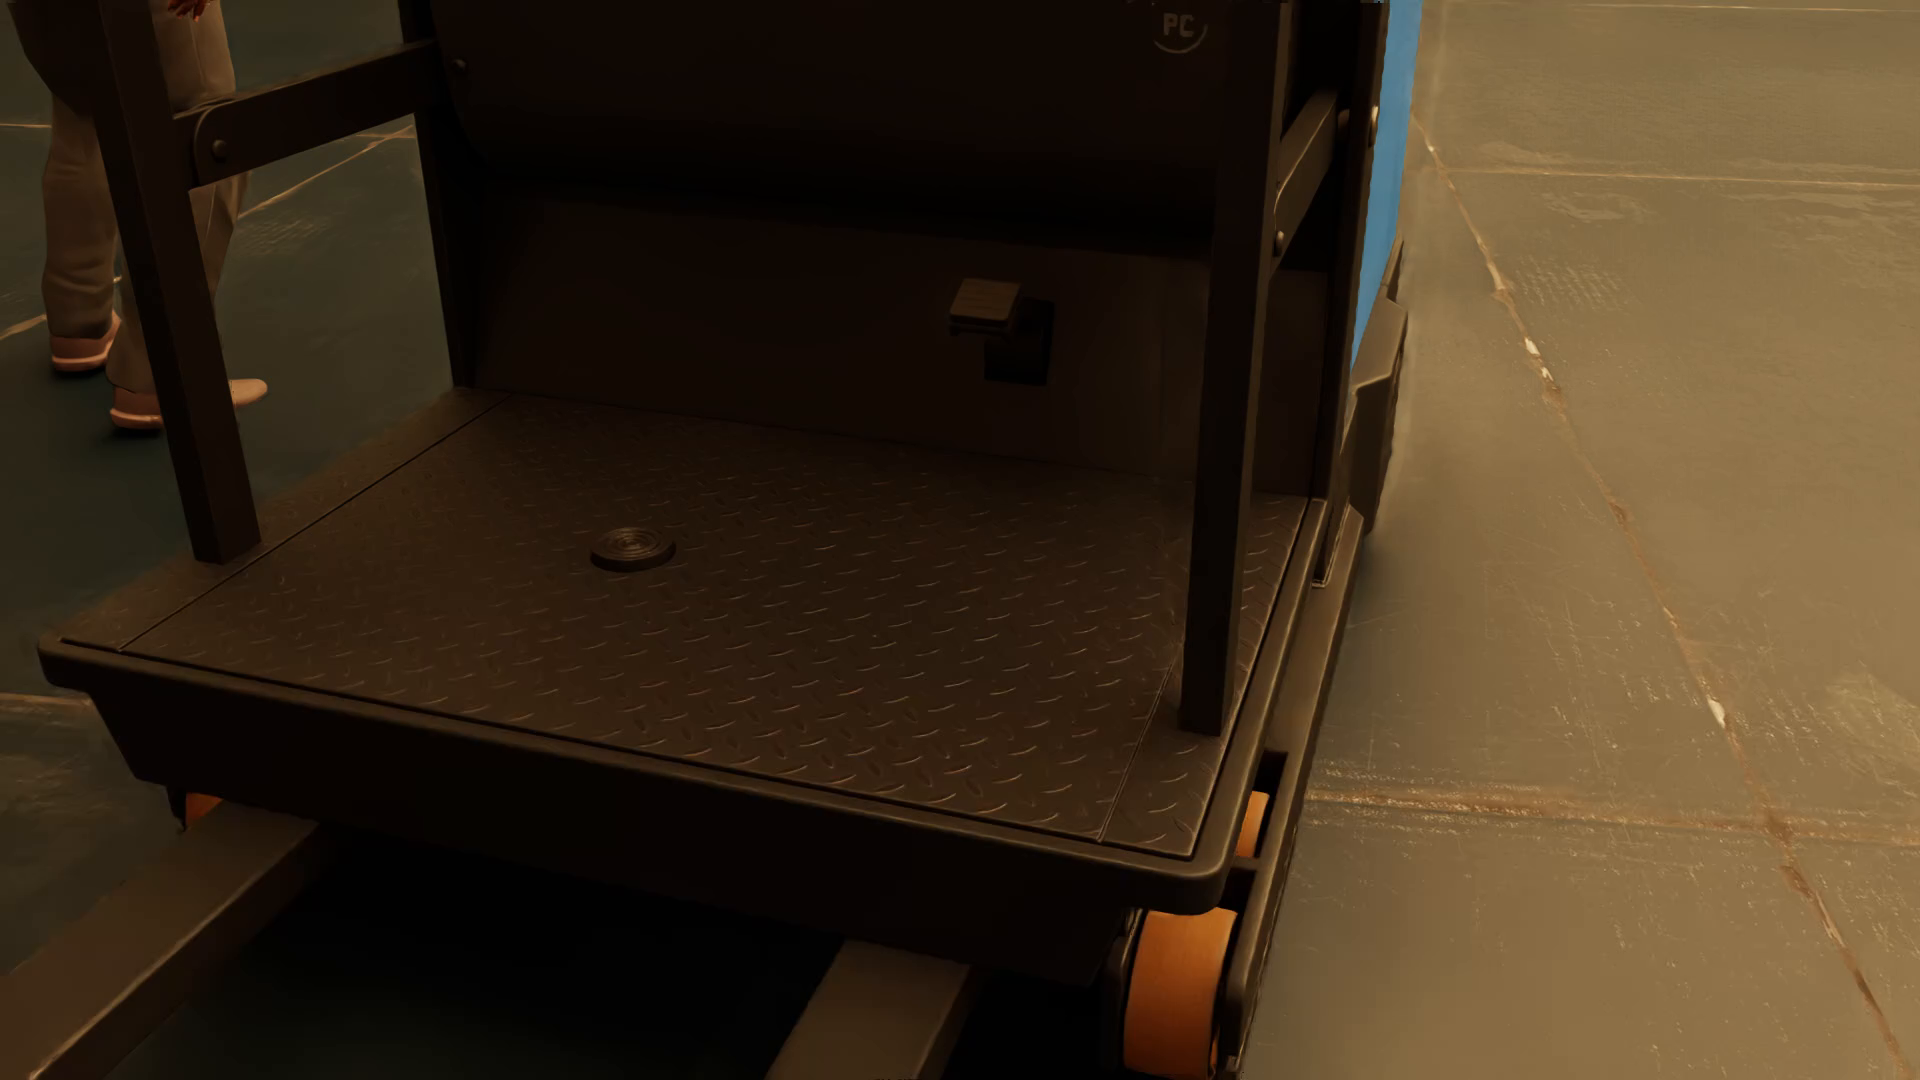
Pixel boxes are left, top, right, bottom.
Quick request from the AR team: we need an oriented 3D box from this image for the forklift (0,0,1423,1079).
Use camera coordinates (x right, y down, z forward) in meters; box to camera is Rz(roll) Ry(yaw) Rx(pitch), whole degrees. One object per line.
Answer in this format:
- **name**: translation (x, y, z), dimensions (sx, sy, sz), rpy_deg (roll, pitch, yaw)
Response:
- **forklift**: translation (-0.183, -1.021, 1.264), dimensions (1.130, 2.935, 3.031), rpy_deg (8, 28, 16)

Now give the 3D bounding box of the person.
- **person**: translation (-1.462, -0.990, 2.719), dimensions (0.797, 1.632, 0.403), rpy_deg (15, 30, 27)
